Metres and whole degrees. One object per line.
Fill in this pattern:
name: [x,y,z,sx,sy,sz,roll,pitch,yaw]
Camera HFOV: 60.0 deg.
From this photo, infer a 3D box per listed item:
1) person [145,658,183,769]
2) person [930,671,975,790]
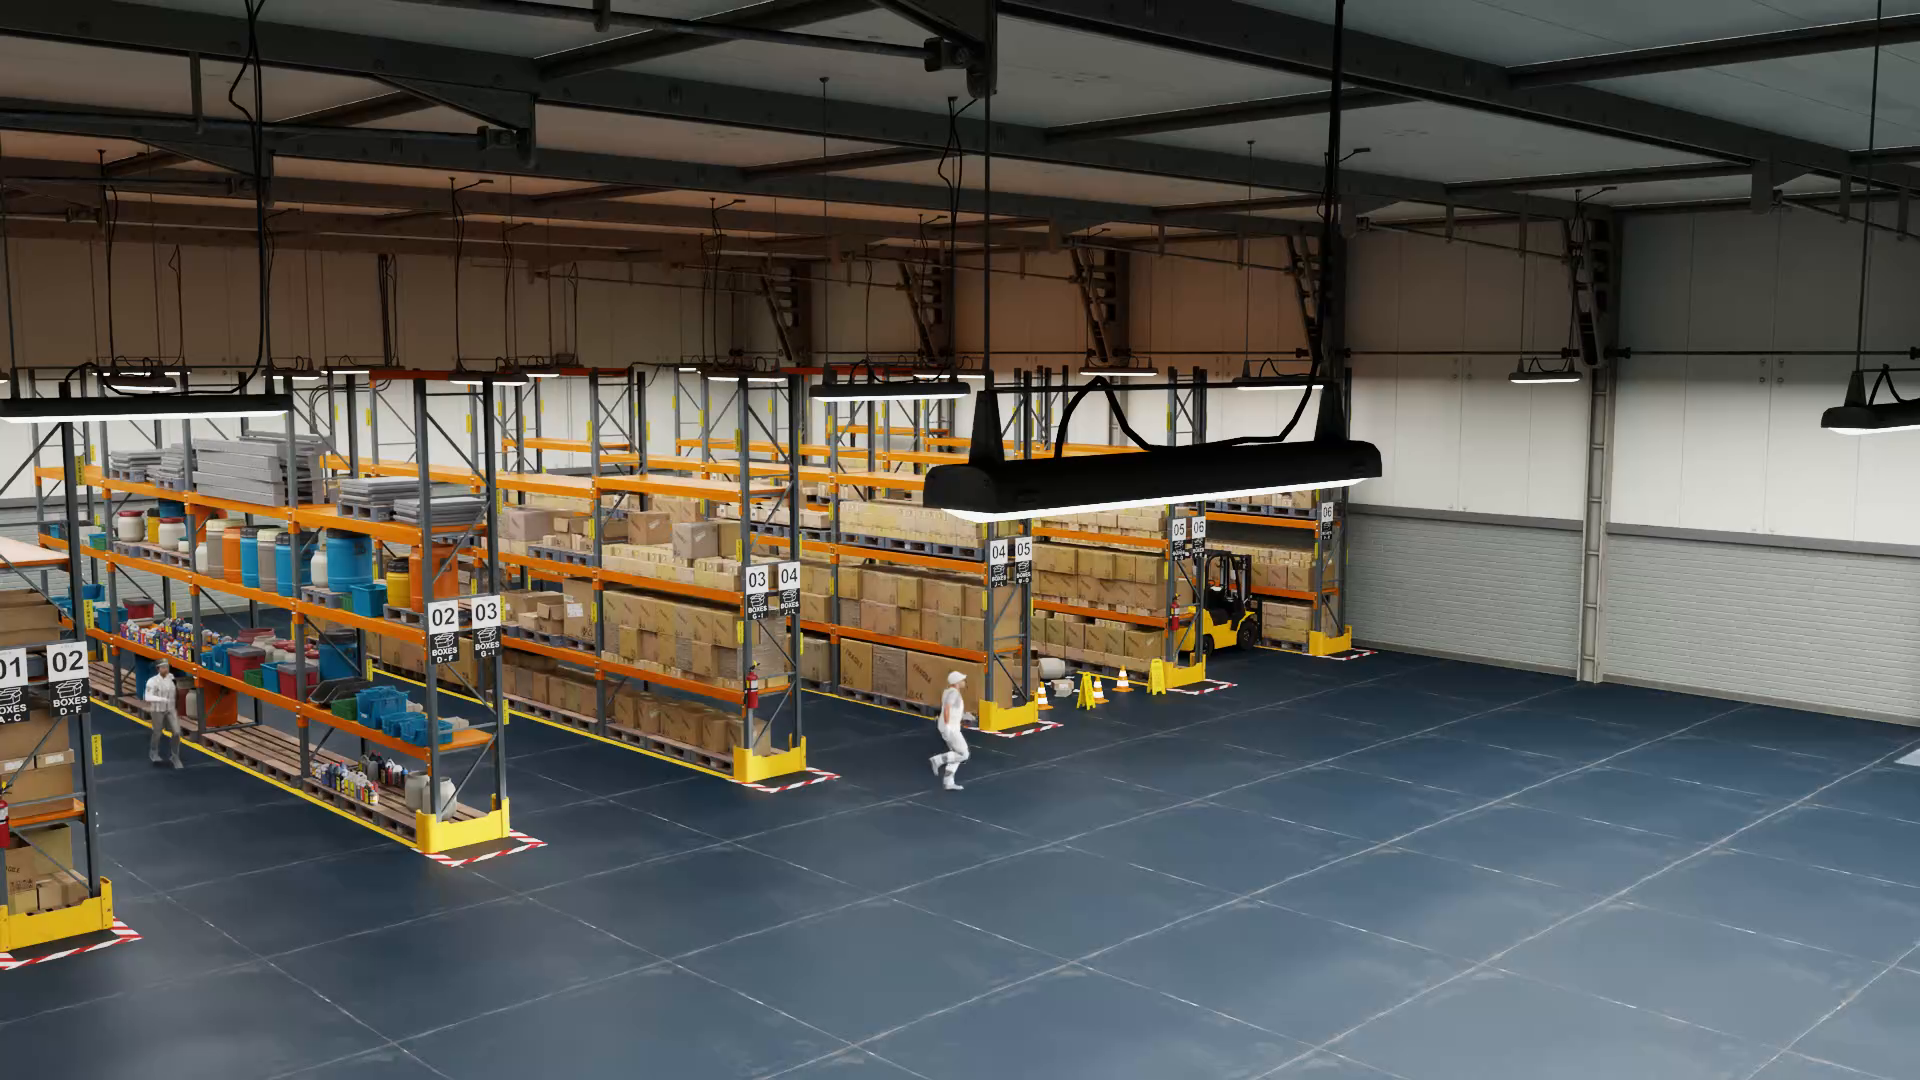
person: [-12.165,2.639,25.384,0.800,1.735,0.550,6,9,44]
person: [-0.107,2.768,24.114,0.691,1.730,0.706,-1,7,-10]
